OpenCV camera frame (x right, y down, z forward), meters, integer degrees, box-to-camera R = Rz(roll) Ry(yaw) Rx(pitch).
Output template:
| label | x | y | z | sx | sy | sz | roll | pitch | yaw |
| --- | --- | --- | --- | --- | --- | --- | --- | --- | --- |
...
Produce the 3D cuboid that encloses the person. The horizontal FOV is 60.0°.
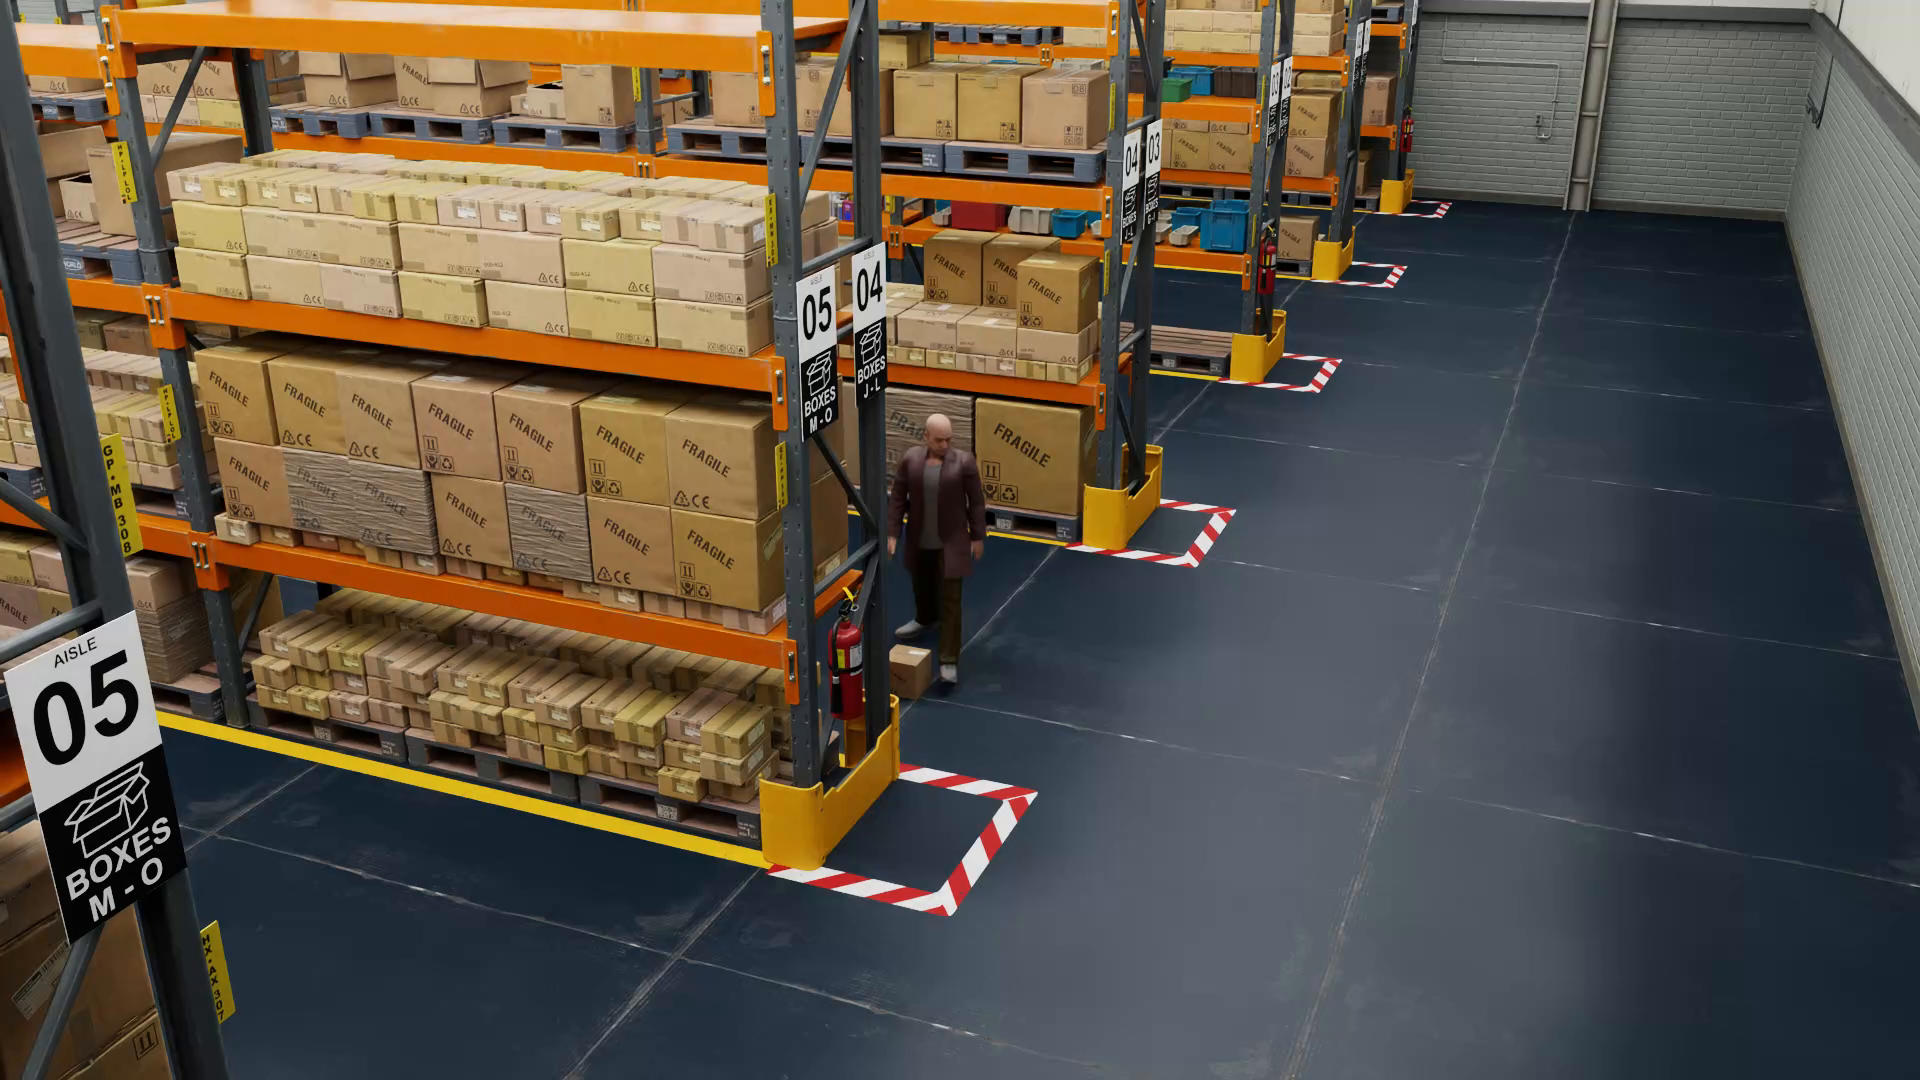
| label | x | y | z | sx | sy | sz | roll | pitch | yaw |
| --- | --- | --- | --- | --- | --- | --- | --- | --- | --- |
| person | -0.191 | -0.004 | 11.001 | 0.697 | 1.761 | 0.901 | 8 | 23 | 19 |
